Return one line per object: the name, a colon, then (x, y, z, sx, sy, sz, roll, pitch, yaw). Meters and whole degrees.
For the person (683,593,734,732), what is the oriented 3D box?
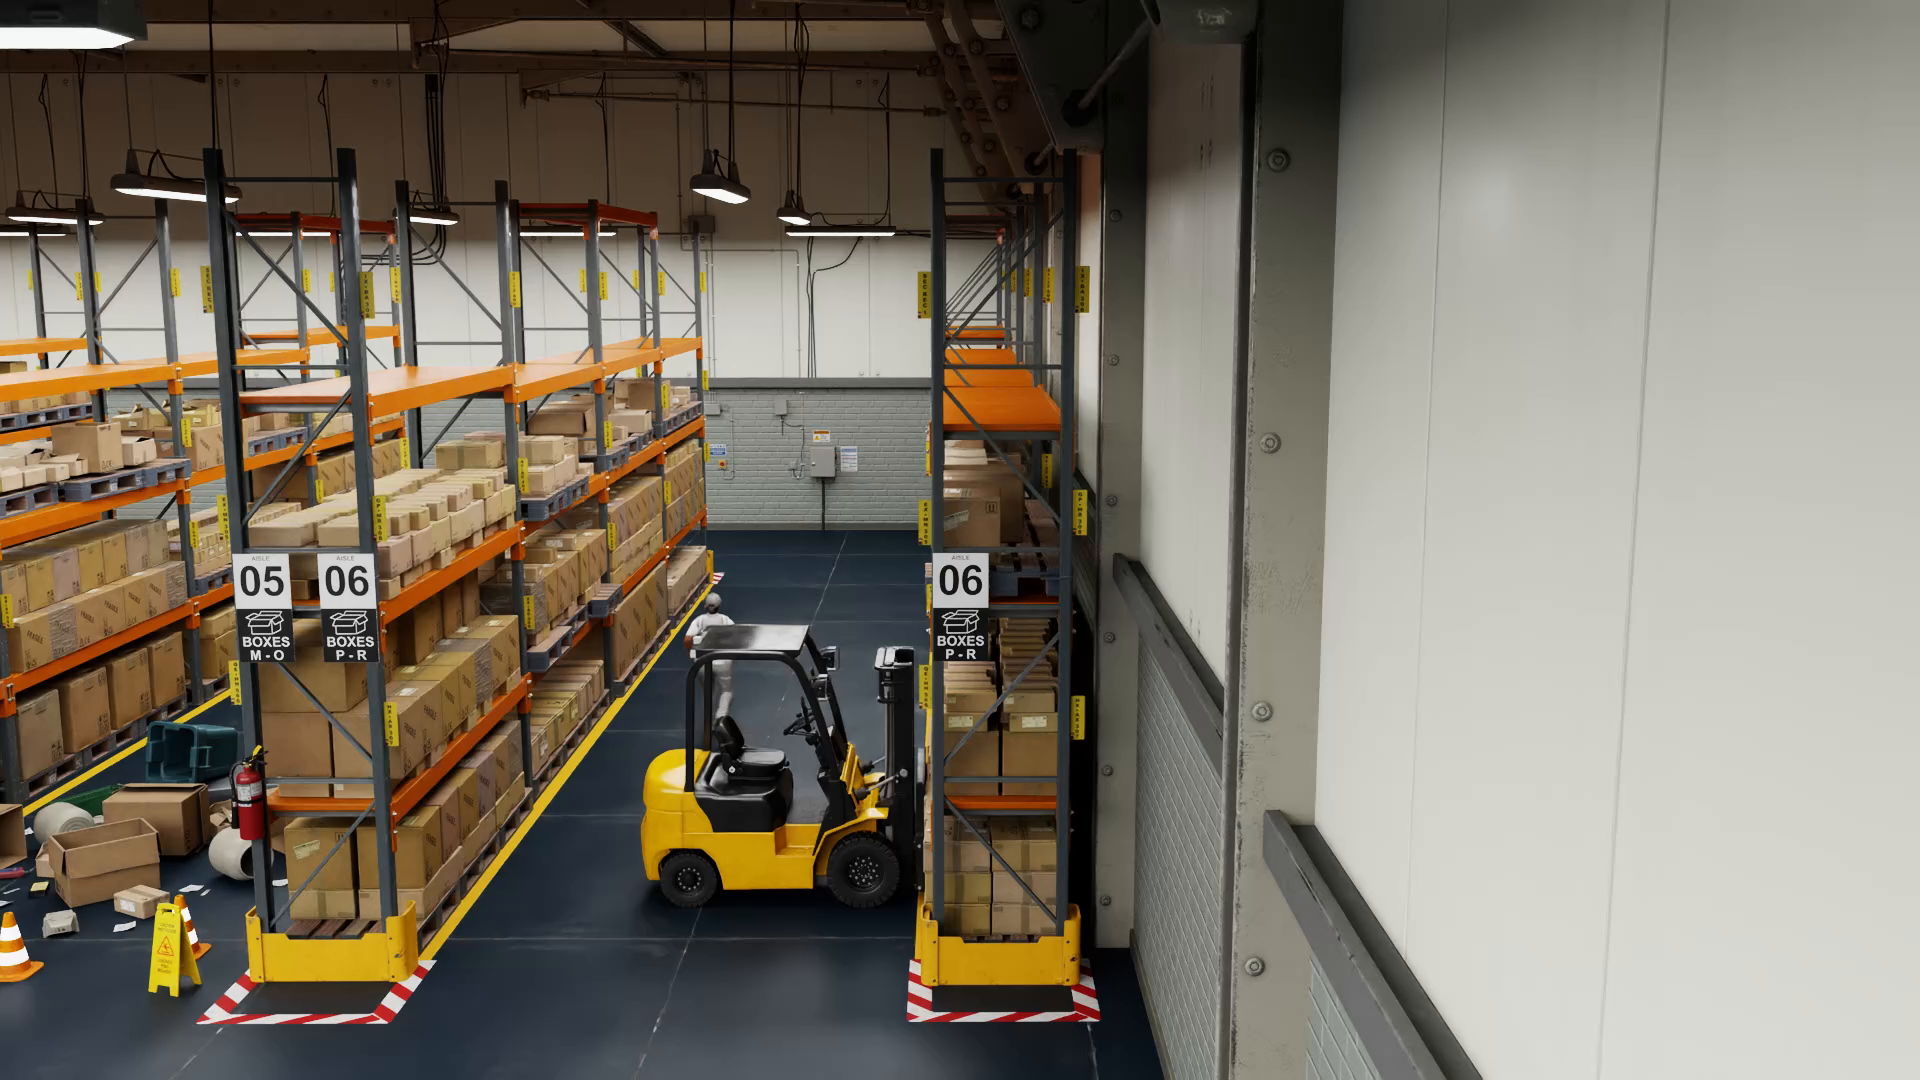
person: (-2.755, 1.396, 18.580, 0.623, 1.633, 0.861, 0, 9, -3)
